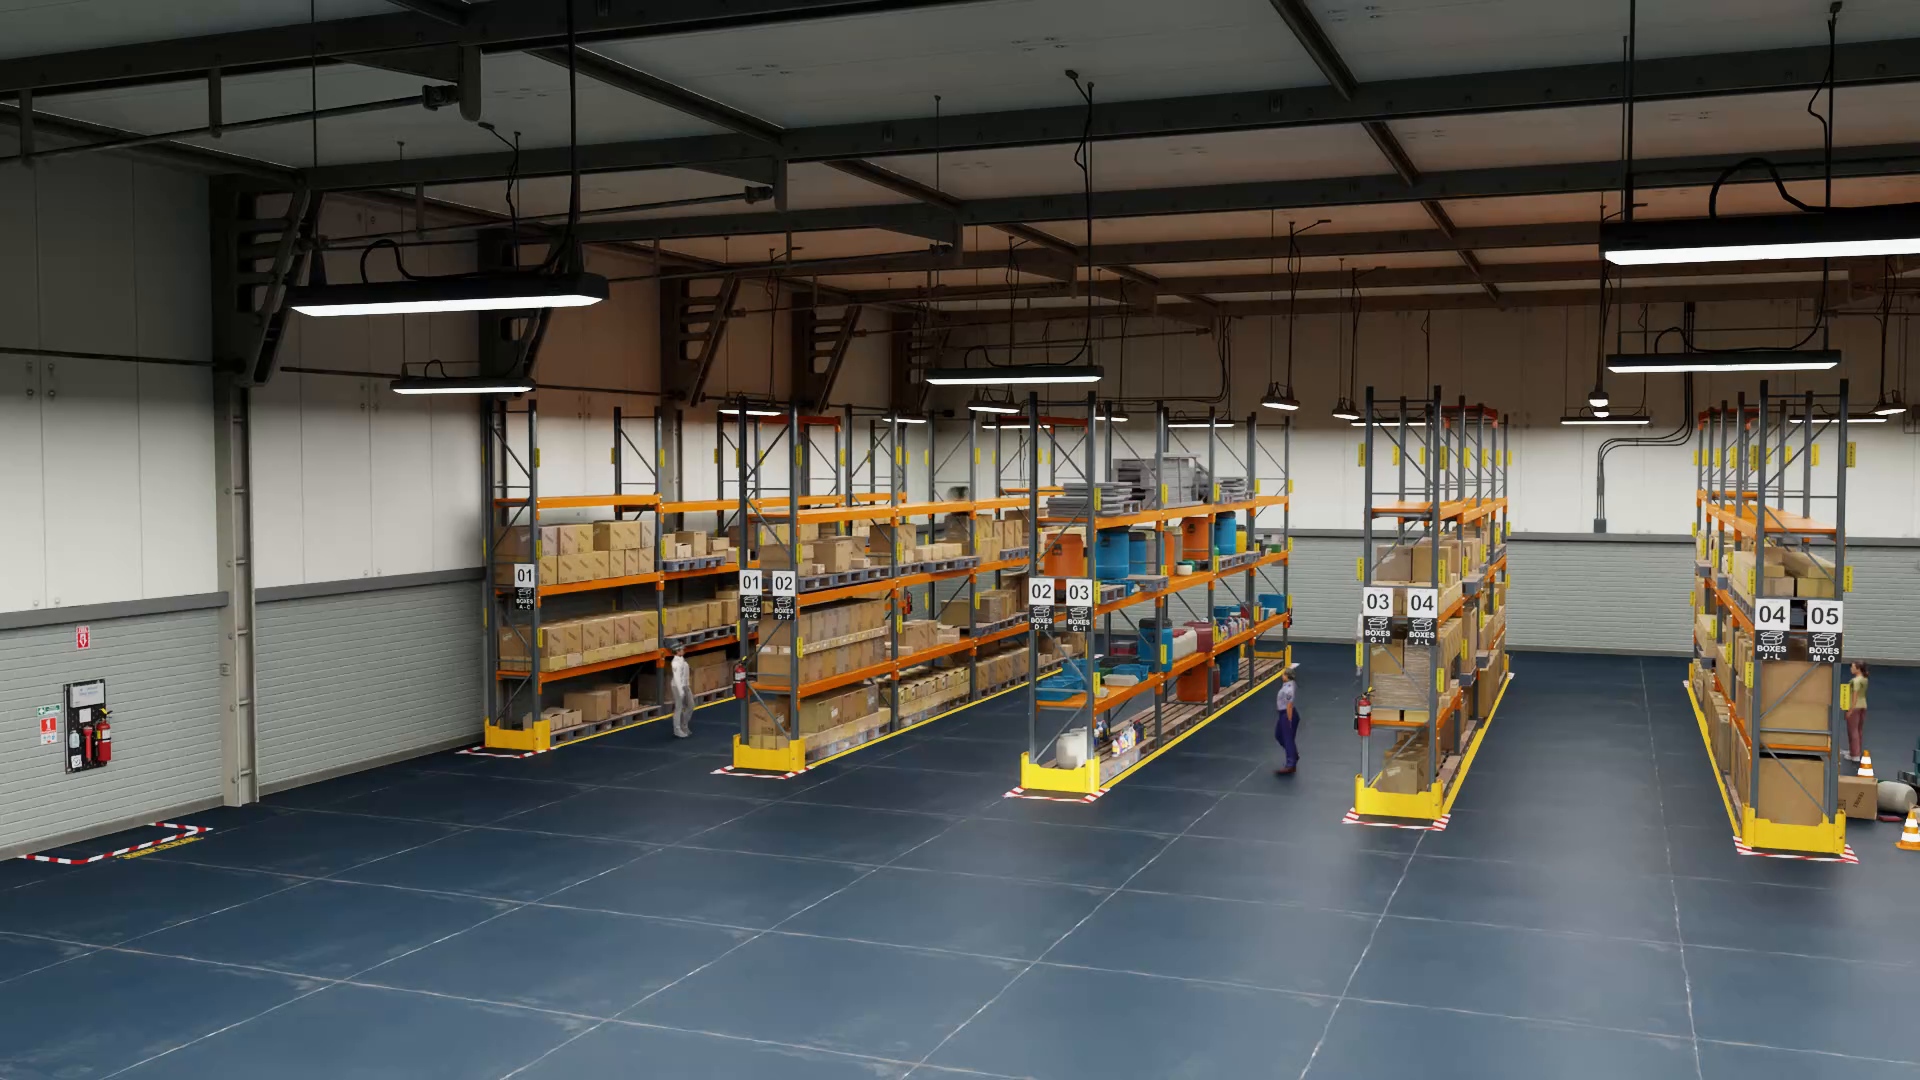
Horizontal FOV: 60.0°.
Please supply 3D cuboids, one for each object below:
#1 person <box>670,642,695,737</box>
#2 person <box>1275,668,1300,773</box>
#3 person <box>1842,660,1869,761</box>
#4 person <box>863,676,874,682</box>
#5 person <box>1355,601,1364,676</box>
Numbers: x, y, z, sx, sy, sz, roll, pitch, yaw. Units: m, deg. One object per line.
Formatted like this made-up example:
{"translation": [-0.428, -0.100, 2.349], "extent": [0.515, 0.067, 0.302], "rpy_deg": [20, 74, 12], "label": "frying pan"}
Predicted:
{"translation": [-5.034, 2.698, 29.979], "extent": [0.396, 1.731, 0.505], "rpy_deg": [1, 3, 21], "label": "person"}
{"translation": [5.241, 2.865, 26.564], "extent": [0.400, 1.644, 0.533], "rpy_deg": [0, 3, 10], "label": "person"}
{"translation": [14.849, 2.809, 27.657], "extent": [0.464, 1.662, 0.564], "rpy_deg": [-1, 3, -22], "label": "person"}
{"translation": [-1.952, 2.515, 34.175], "extent": [0.485, 1.689, 0.578], "rpy_deg": [-1, 3, -13], "label": "person"}
{"translation": [9.438, 2.245, 38.550], "extent": [0.541, 1.751, 0.992], "rpy_deg": [1, 3, 21], "label": "person"}
